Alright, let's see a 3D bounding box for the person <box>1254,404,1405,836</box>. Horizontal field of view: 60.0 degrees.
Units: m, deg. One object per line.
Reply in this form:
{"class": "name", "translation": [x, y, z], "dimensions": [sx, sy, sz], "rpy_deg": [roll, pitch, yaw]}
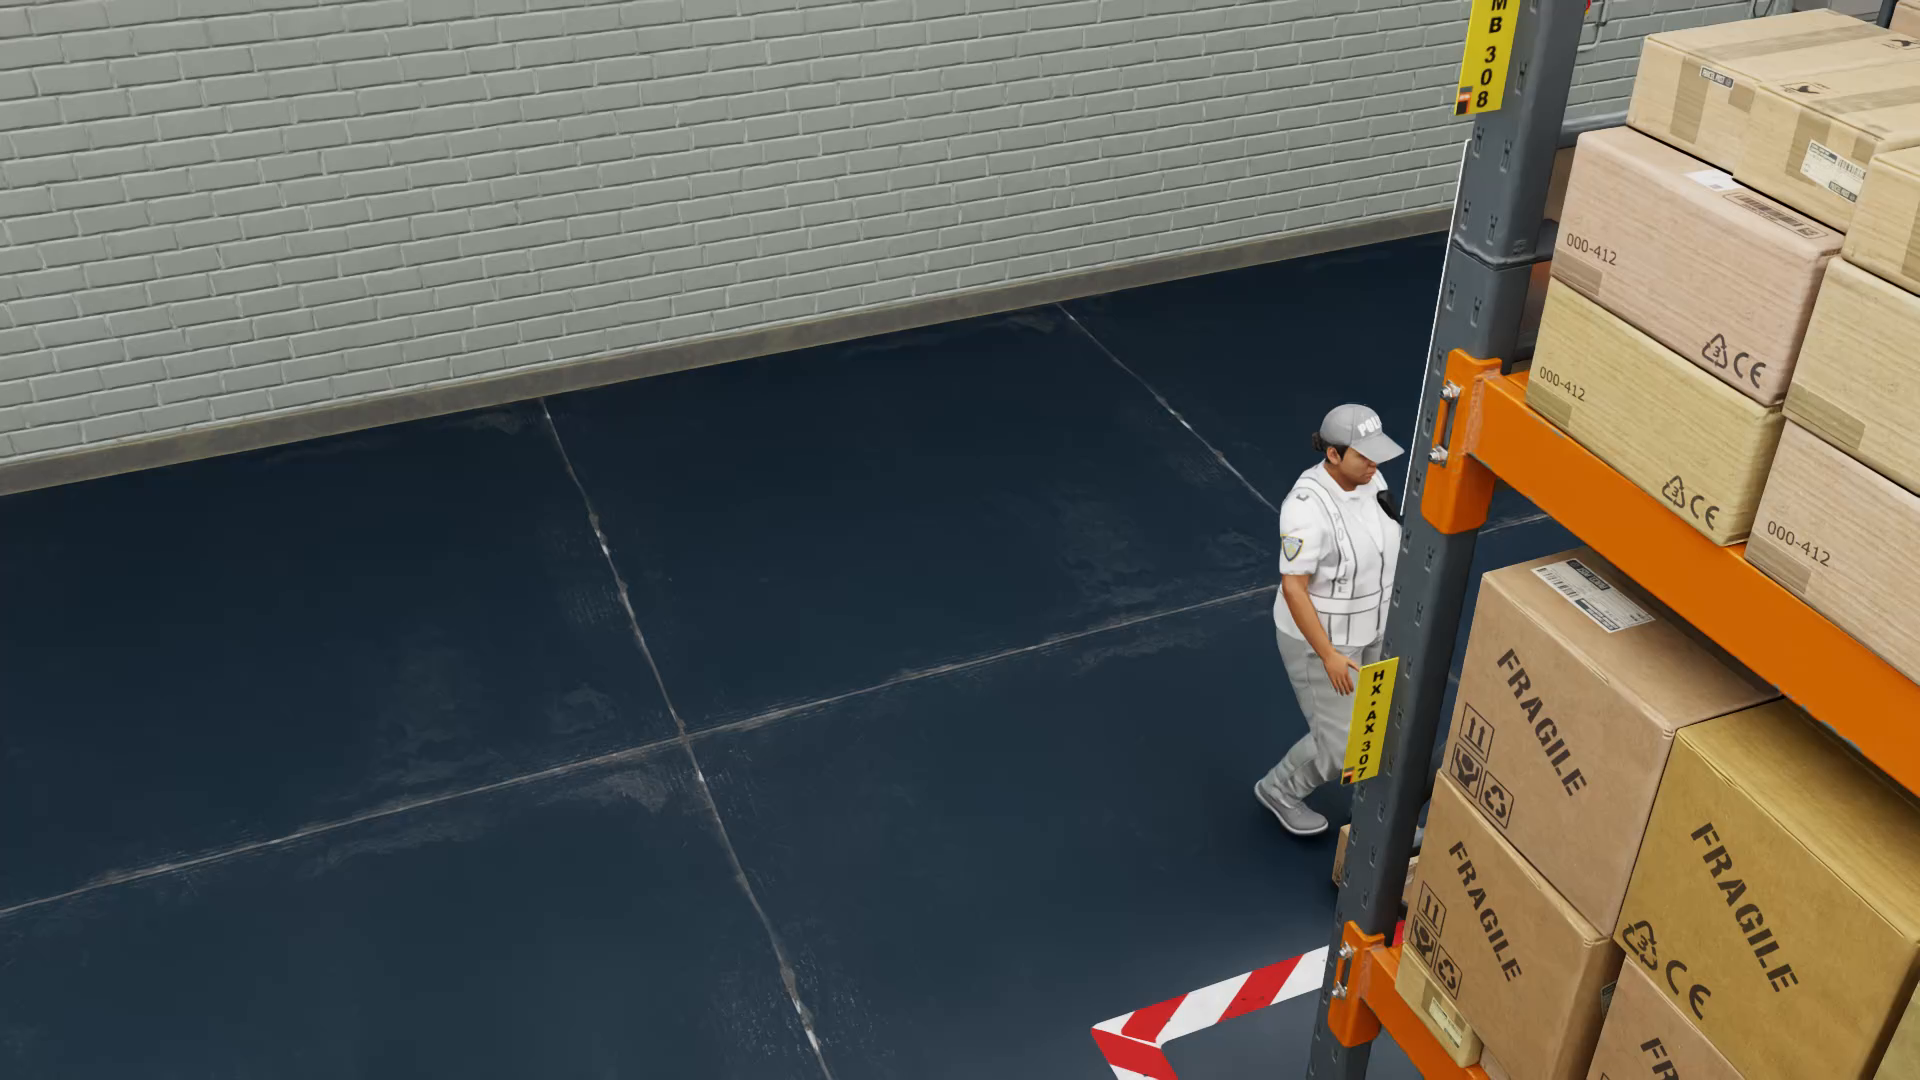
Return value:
{"class": "person", "translation": [1.355, 0.368, 5.650], "dimensions": [0.533, 1.688, 0.634], "rpy_deg": [-25, 41, -33]}
